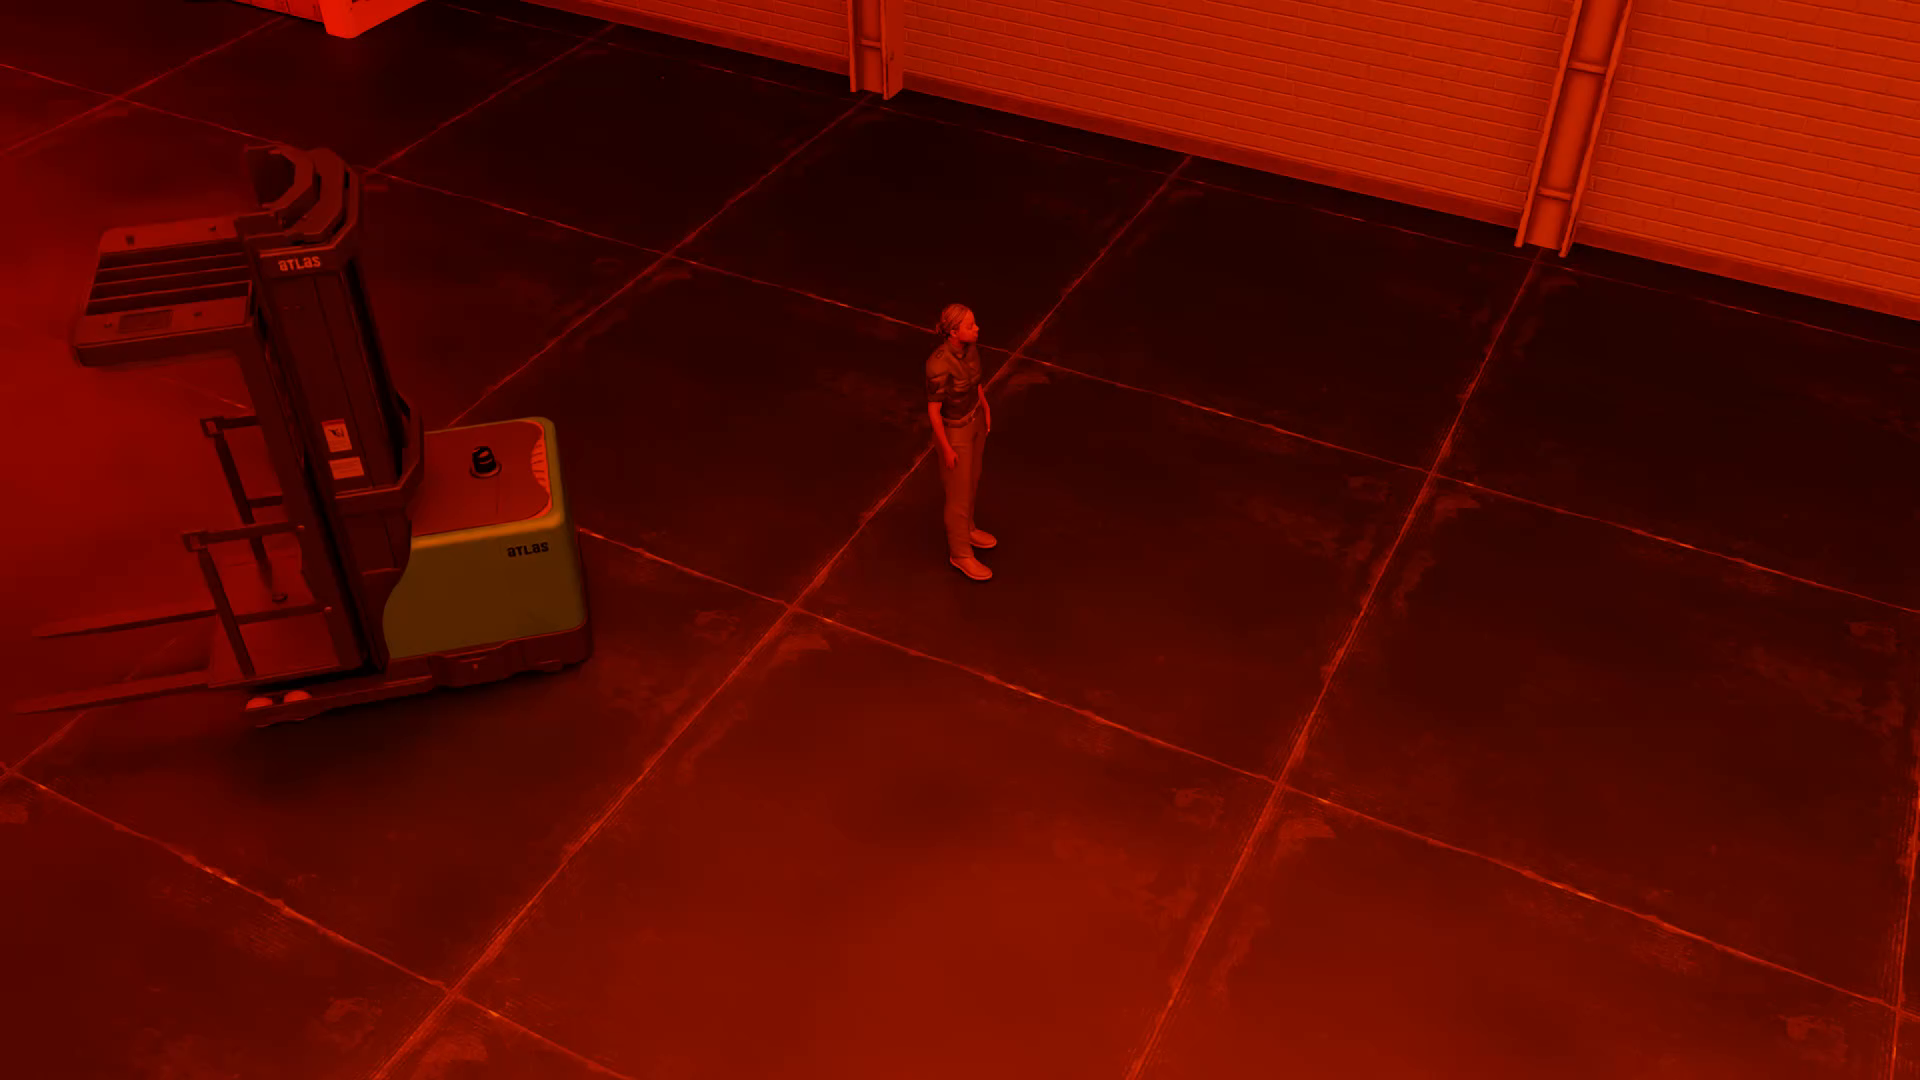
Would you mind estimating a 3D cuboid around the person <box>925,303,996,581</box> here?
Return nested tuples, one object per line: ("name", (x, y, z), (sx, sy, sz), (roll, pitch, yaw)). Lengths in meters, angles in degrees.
("person", (0.069, -0.601, 9.680), (0.503, 1.656, 0.569), (18, 43, 21))

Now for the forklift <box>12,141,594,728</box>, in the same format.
("forklift", (-3.649, -0.481, 8.558), (3.031, 2.935, 1.130), (-9, 41, -11))
